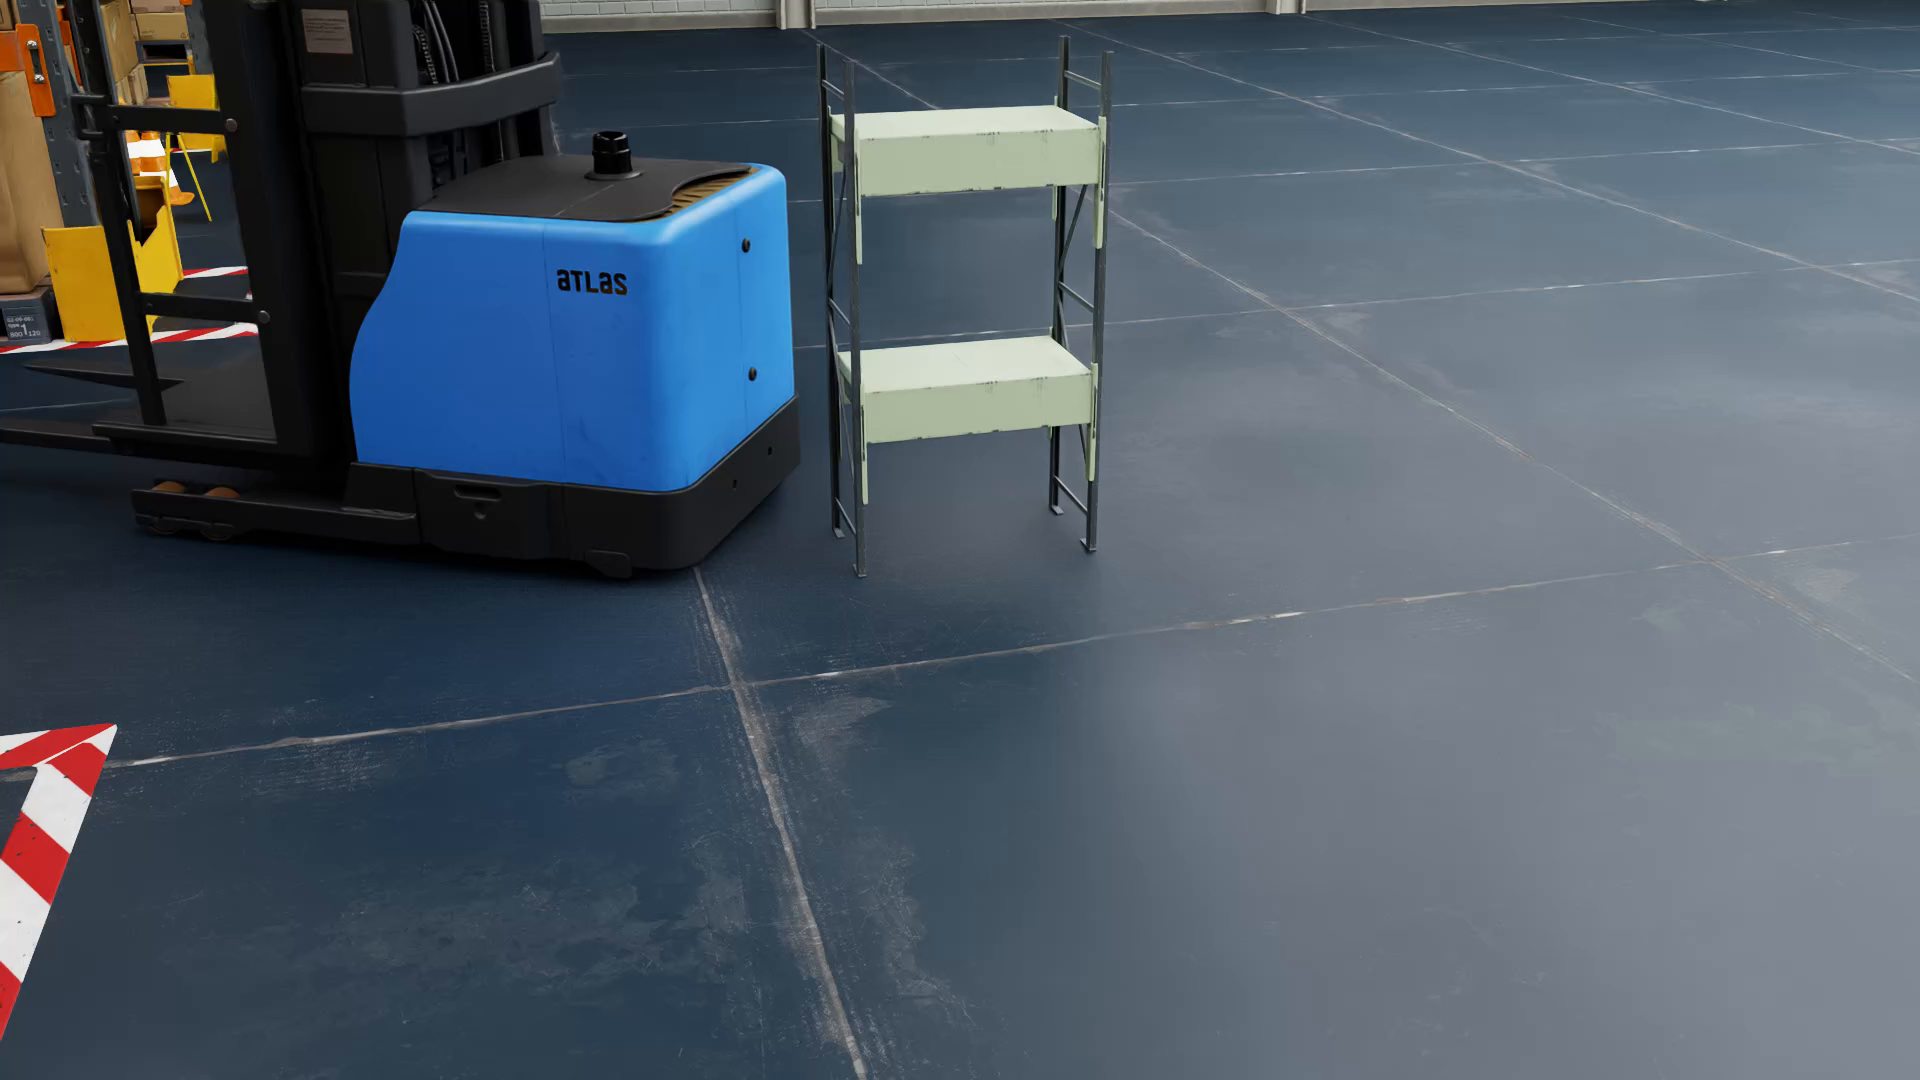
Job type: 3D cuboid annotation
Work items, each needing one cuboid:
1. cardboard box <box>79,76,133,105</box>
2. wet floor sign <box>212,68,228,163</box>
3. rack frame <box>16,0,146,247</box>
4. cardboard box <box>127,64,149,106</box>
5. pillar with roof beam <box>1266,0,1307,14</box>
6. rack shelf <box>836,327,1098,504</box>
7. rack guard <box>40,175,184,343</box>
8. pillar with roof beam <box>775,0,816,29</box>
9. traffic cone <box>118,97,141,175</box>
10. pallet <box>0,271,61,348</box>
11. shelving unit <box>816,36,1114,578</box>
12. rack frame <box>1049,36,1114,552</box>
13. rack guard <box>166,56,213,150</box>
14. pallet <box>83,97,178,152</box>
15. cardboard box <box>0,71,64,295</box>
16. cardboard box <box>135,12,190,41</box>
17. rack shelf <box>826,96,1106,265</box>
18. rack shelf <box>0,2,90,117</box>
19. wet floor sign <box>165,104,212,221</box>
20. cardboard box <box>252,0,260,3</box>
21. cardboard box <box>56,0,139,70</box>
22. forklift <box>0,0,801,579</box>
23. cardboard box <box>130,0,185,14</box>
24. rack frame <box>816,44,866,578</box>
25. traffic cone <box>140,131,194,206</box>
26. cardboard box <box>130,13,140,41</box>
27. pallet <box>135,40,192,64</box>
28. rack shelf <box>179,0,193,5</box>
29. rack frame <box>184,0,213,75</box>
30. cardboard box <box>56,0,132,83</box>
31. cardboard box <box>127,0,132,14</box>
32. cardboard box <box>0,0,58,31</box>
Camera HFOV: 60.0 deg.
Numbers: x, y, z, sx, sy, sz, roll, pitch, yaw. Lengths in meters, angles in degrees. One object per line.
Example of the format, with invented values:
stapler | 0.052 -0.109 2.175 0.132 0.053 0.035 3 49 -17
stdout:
cardboard box | -6.087 -3.076 11.570 0.500 0.250 0.500 -6 24 -15
wet floor sign | -4.886 -2.870 11.120 0.232 0.644 0.267 2 23 4
rack frame | -3.924 -2.469 7.201 0.127 3.000 1.000 -6 24 -14
cardboard box | -6.210 -3.286 12.059 0.500 0.250 0.500 -7 24 -15
pillar with roof beam | 5.100 -8.891 14.558 0.400 9.000 9.100 -6 24 -14
rack shelf | 0.006 -0.390 5.084 0.720 0.370 0.431 -6 24 -14
rack guard | -3.901 -1.323 7.700 0.348 0.500 1.175 -6 24 -14
pillar with roof beam | -0.677 -8.252 13.069 0.400 9.000 9.100 -6 24 -14
traffic cone | -5.424 -2.637 10.808 0.334 0.463 0.336 -6 24 -14
pallet | -4.673 -1.073 7.483 1.213 0.211 1.003 -6 24 -14
shelving unit | 0.006 -0.690 4.956 0.755 1.500 0.431 -6 24 -14
rack frame | 0.359 -0.729 5.047 0.023 1.500 0.400 -6 24 -14
rack guard | -5.431 -3.181 12.030 0.348 0.500 1.175 -6 24 -14
pallet | -6.223 -2.975 11.916 1.213 0.211 1.003 -6 24 -14
cardboard box | -4.559 -1.589 7.310 0.875 0.875 0.875 -6 24 -14
cardboard box | -7.551 -4.932 15.895 0.500 0.250 0.500 -6 24 -14
rack shelf | 0.006 -1.049 4.802 0.720 0.370 0.431 -6 24 -14
rack shelf | -5.849 -1.926 6.846 4.000 0.370 1.077 -6 24 -14
wet floor sign | -4.431 -2.142 9.424 0.232 0.644 0.267 -11 25 -23
cardboard box | -7.211 -5.410 16.374 0.500 0.250 0.500 -6 24 -13
cardboard box | -6.232 -3.628 11.905 0.500 0.500 0.500 -7 24 -16
forklift | -2.119 -1.537 5.114 3.031 2.935 1.130 6 24 14
cardboard box | -7.573 -5.161 15.795 0.500 0.250 0.500 -7 24 -15
rack frame | -0.346 -0.651 4.865 0.023 1.500 0.400 -6 24 -14
traffic cone | -4.797 -2.251 9.910 0.334 0.463 0.336 -6 24 -14
cardboard box | -8.035 -4.882 15.779 0.500 0.250 0.500 -6 24 -14
pallet | -7.428 -4.843 16.270 1.213 0.211 1.003 -6 24 -14
rack shelf | -7.284 -3.794 11.201 4.000 0.370 1.077 -6 24 -14
rack frame | -5.358 -4.338 11.556 0.127 3.000 1.000 -6 24 -14
cardboard box | -6.059 -3.428 11.438 0.500 0.500 0.500 -6 24 -14
cardboard box | -8.064 -5.098 15.648 0.500 0.250 0.500 -7 24 -16
cardboard box | -4.269 -2.482 7.039 0.550 0.550 0.875 -6 24 -14
